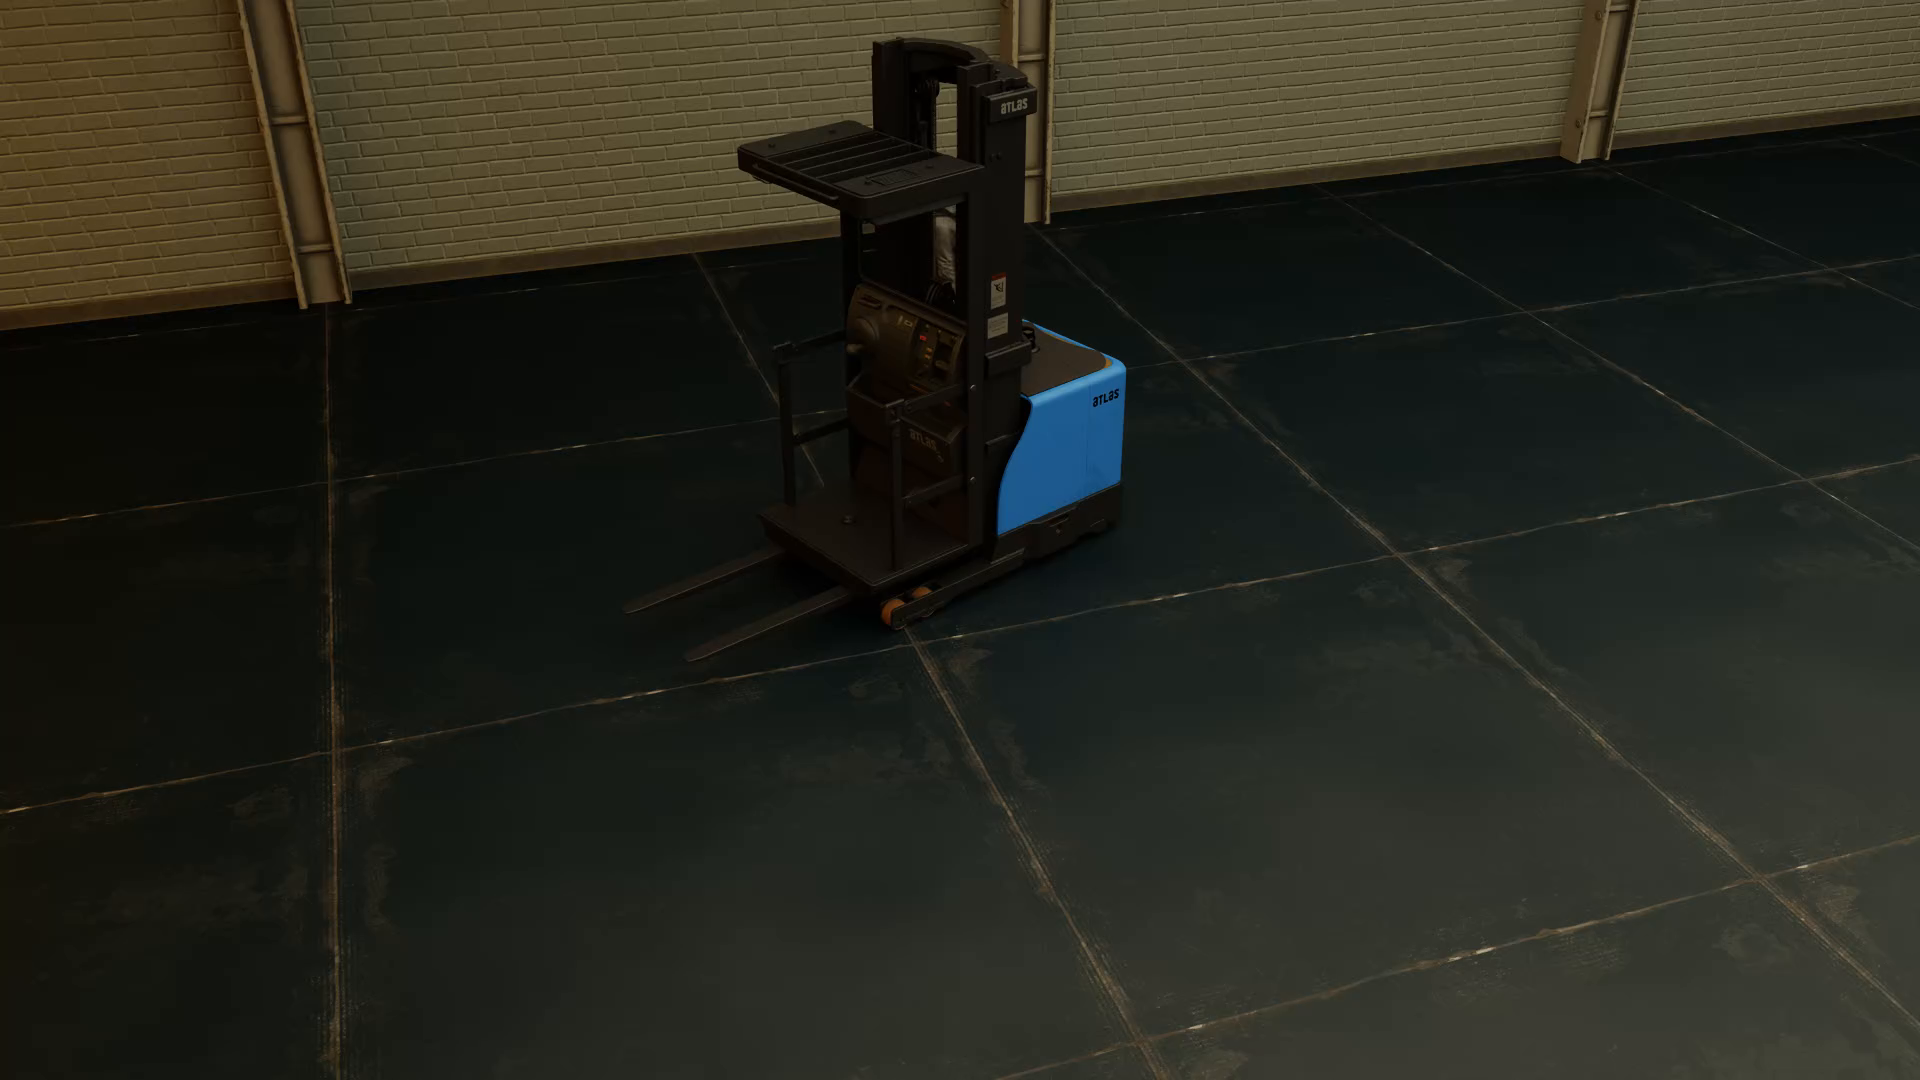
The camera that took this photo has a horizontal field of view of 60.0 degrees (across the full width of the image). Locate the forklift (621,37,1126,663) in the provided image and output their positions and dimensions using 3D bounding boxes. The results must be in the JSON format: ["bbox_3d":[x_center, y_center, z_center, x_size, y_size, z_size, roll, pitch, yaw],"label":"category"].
[{"bbox_3d":[-0.461,-1.072,8.951,3.031,2.935,1.130,-23,37,-34],"label":"forklift"}]

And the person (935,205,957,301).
[{"bbox_3d":[-0.086,-1.684,11.230,0.370,1.723,0.524,-5,30,-9],"label":"person"}]
